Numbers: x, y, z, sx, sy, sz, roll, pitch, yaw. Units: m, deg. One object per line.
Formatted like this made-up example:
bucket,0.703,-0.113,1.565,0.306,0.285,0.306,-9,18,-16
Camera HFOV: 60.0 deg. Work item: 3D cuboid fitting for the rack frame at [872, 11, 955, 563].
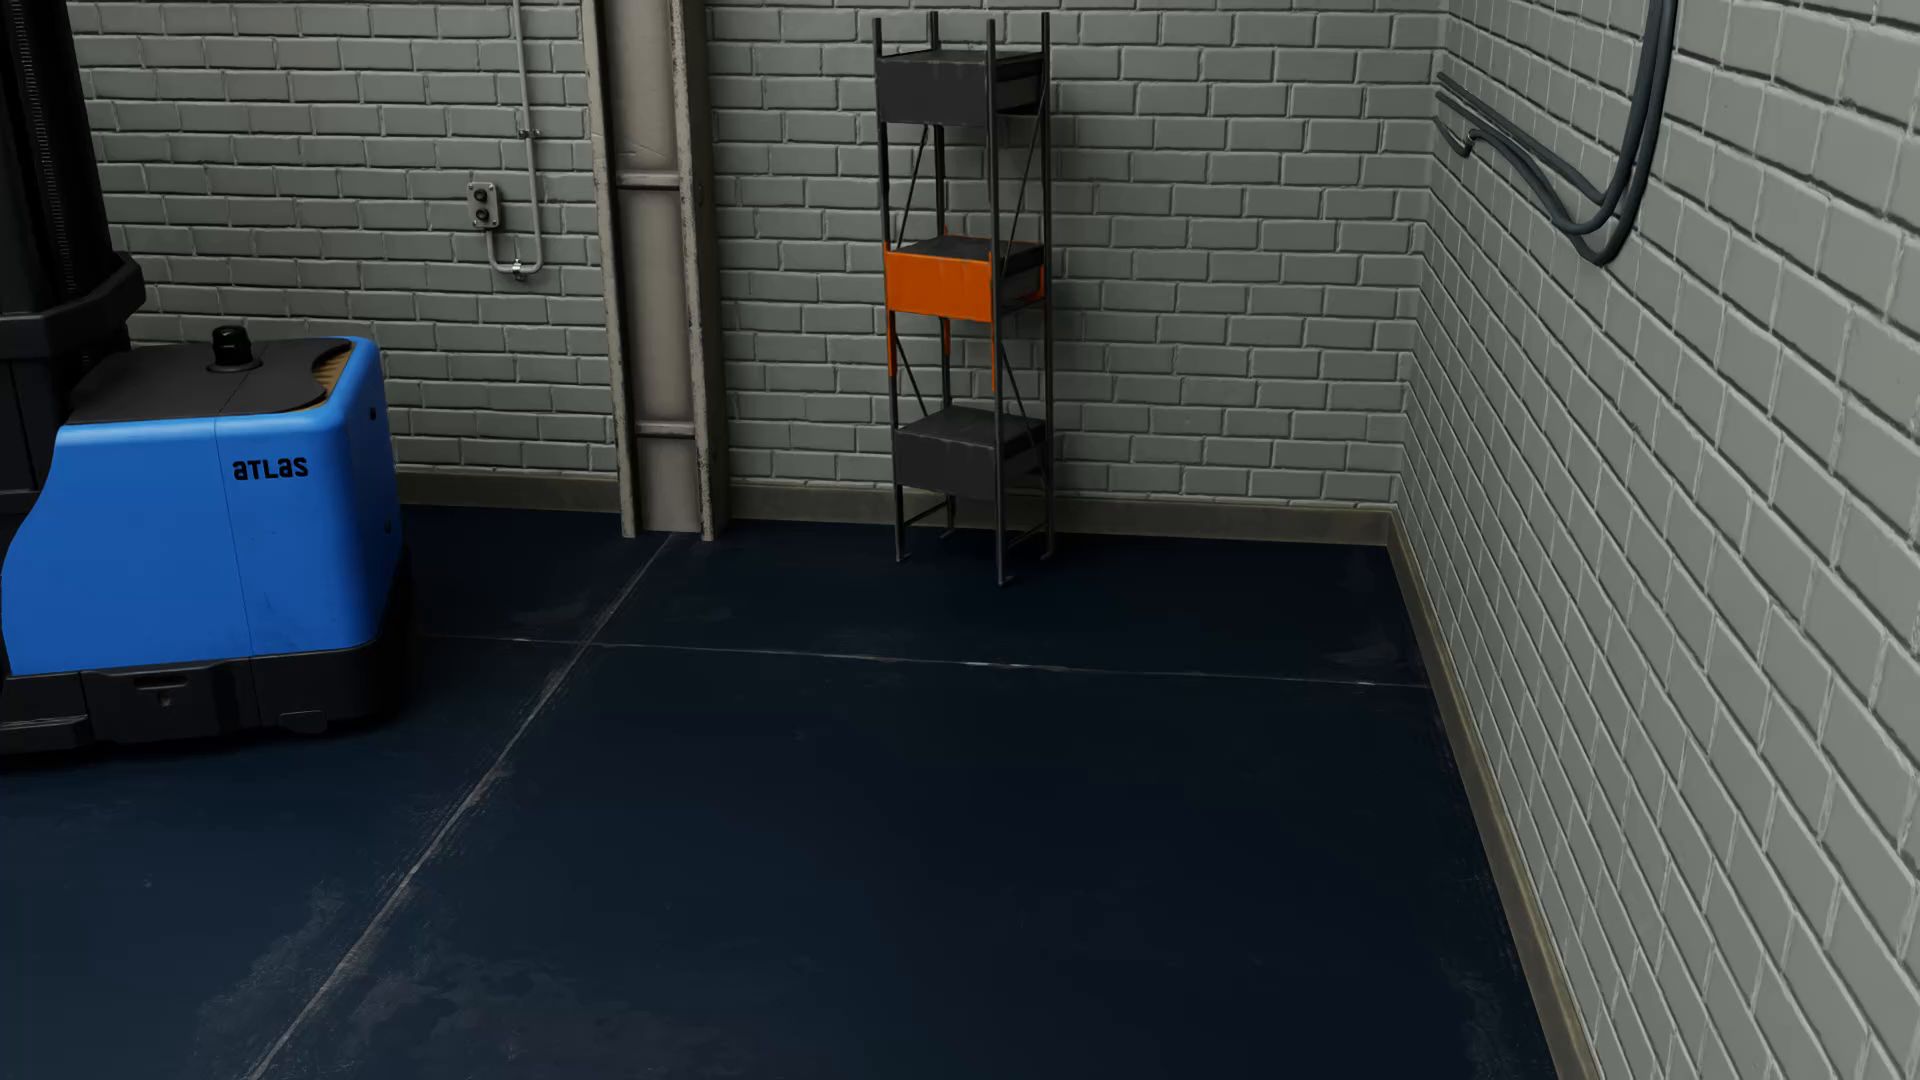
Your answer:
rack frame,-0.169,-0.951,6.486,0.015,2.100,0.400,12,25,32

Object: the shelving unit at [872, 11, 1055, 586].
shelving unit,0.034,-0.908,6.357,0.503,2.100,0.431,12,25,32

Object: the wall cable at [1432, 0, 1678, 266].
wall cable,1.590,-2.227,4.556,0.112,2.526,3.097,2,22,6

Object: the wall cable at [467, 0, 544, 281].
wall cable,-2.602,-2.018,6.584,1.851,1.984,0.084,2,22,6

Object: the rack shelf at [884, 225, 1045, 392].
rack shelf,0.034,-0.895,6.362,0.480,0.518,0.431,12,25,32

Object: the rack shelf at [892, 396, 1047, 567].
rack shelf,0.054,-0.241,6.611,0.480,0.518,0.431,12,25,32

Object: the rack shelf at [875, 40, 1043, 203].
rack shelf,0.014,-1.549,6.114,0.480,0.518,0.431,12,25,32

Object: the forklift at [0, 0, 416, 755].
forklift,-3.423,-0.811,5.004,3.031,2.935,1.130,-4,22,-11

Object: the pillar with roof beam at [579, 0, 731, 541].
pillar with roof beam,-1.708,-2.673,1.462,0.400,9.000,9.100,2,22,6

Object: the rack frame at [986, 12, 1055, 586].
rack frame,0.237,-0.865,6.229,0.015,2.100,0.400,12,25,32
